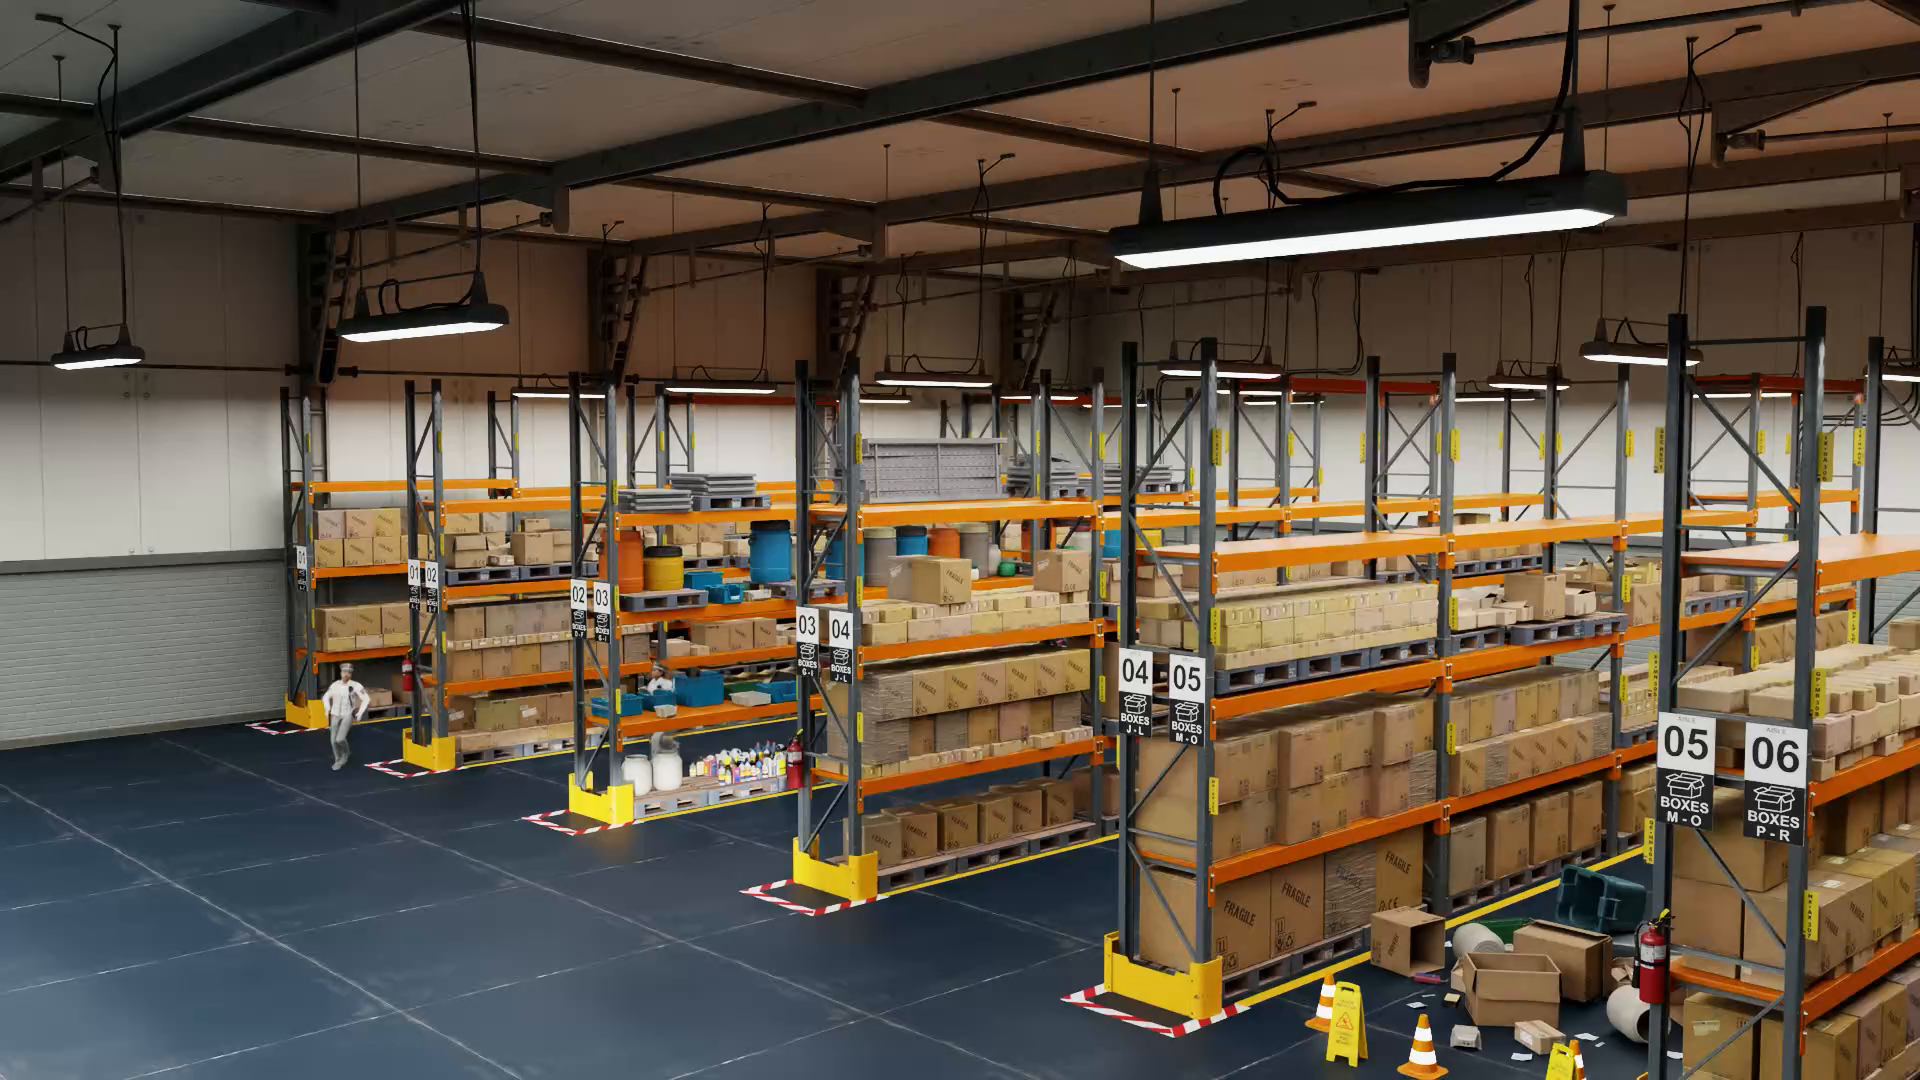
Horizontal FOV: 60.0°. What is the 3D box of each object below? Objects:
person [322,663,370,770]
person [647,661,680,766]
[{"bbox_3d":[-9.464,2.714,25.538,0.683,1.648,0.489,0,4,1],"label":"person"},{"bbox_3d":[-4.564,2.700,25.600,0.625,1.697,0.859,3,5,40],"label":"person"}]
